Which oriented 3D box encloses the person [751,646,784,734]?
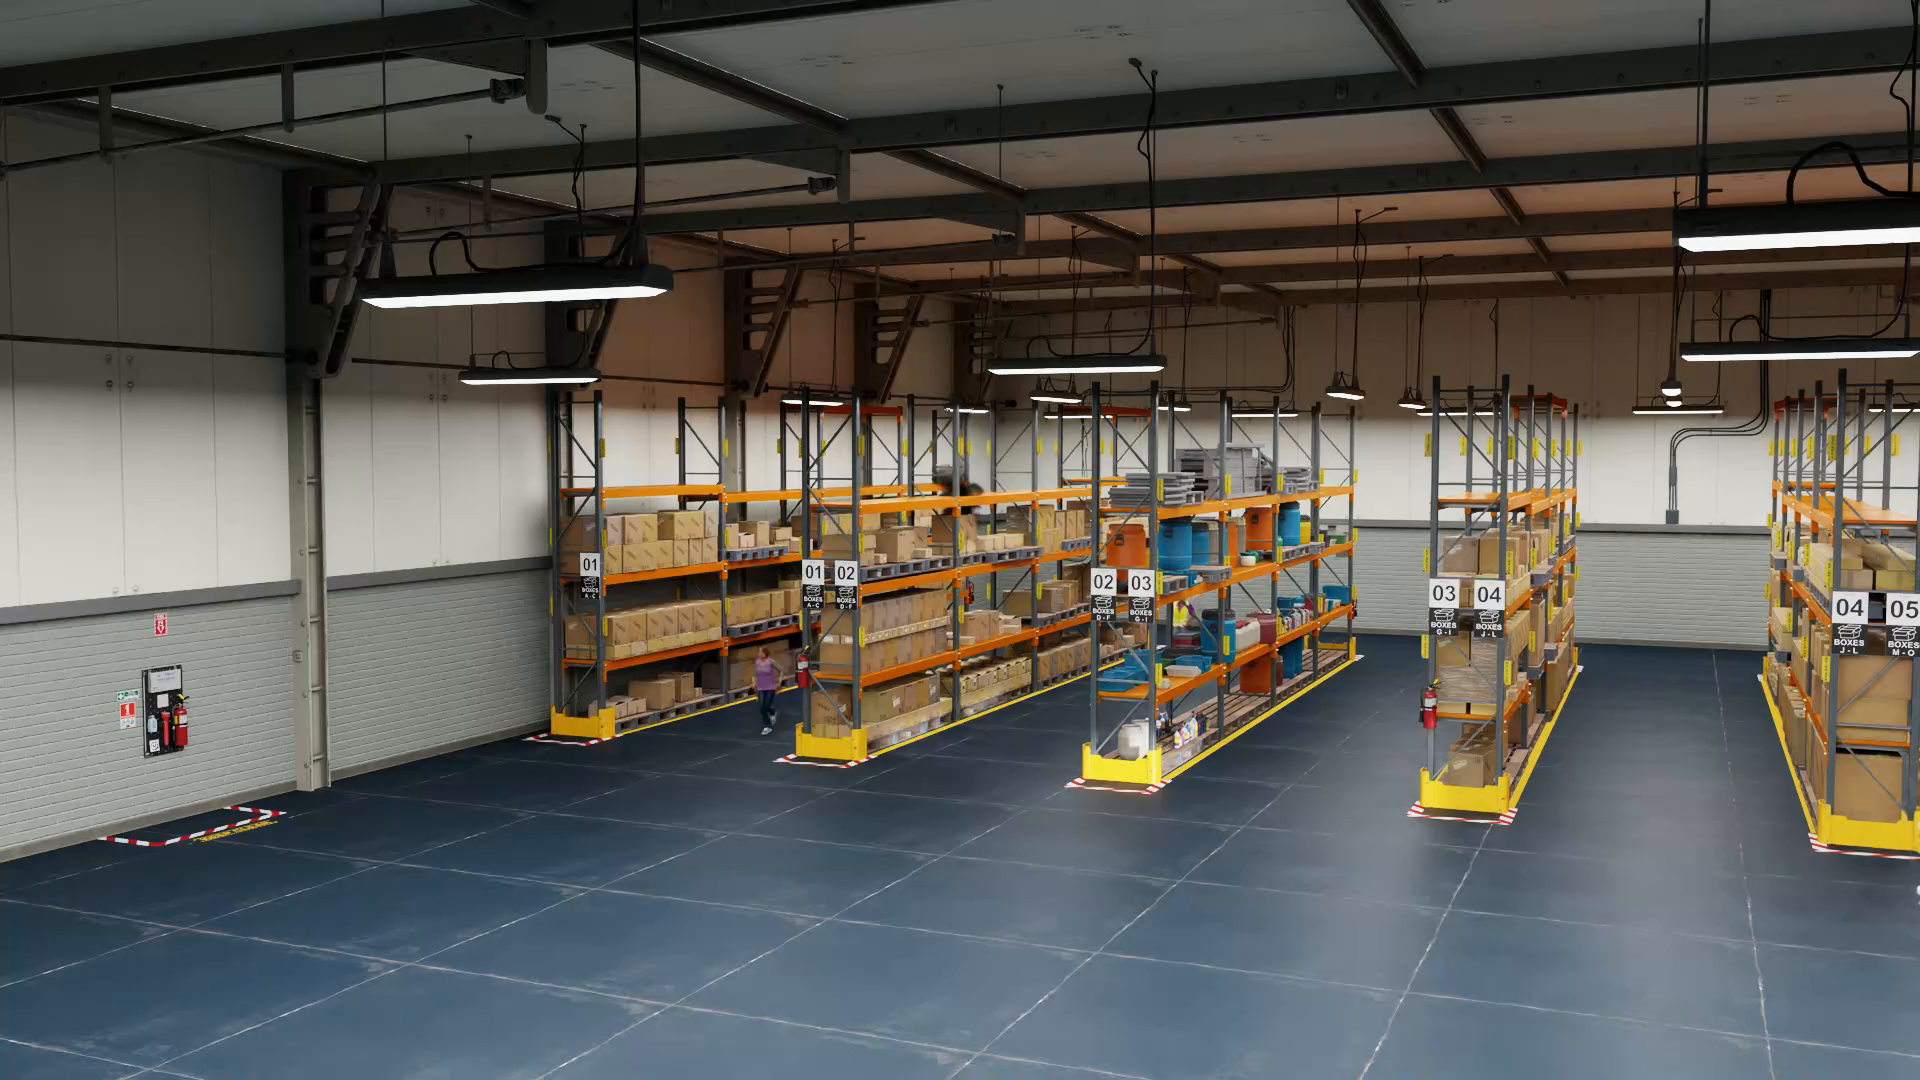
[{"bbox_3d":[-3.387,2.628,29.044,0.560,1.558,0.605,1,3,18],"label":"person"}]

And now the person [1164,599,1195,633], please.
[{"bbox_3d":[5.065,2.017,38.462,0.709,1.725,0.516,1,3,11],"label":"person"}]
